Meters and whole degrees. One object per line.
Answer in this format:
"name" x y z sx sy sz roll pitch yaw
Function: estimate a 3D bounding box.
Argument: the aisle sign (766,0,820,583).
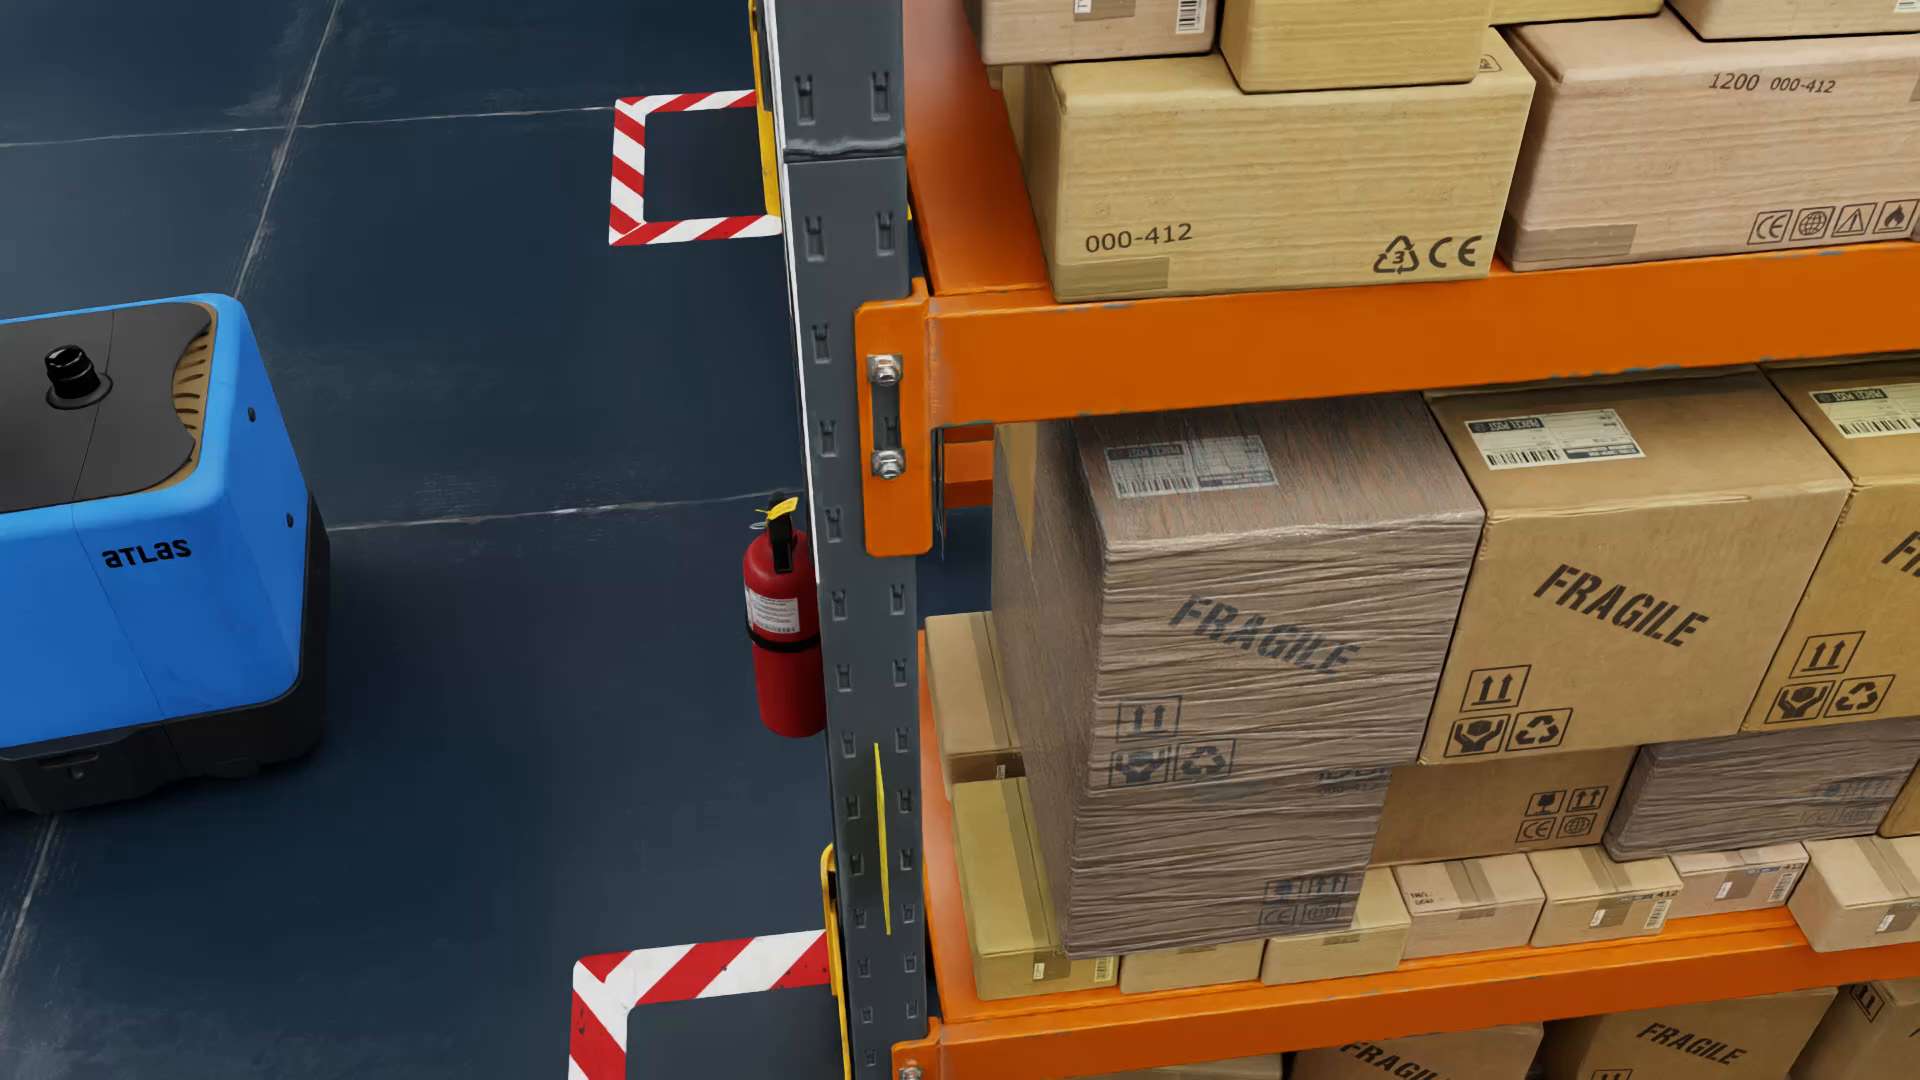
"aisle sign" -0.204 -0.368 1.978 0.004 0.787 0.394 -5 42 -6

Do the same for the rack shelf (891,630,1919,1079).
"rack shelf" 1.801 0.486 3.509 4.000 0.370 1.077 -5 42 -6

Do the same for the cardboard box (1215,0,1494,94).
"cardboard box" 0.391 -0.643 1.798 0.250 0.149 0.380 -4 42 -5

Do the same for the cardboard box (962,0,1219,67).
"cardboard box" 0.121 -0.684 1.844 0.250 0.149 0.380 -5 42 -6

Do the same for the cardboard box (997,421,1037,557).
"cardboard box" 0.331 -0.338 2.842 0.500 0.500 0.500 -5 42 -6

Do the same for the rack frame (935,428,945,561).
"rack frame" -0.068 -0.384 5.392 0.008 1.050 0.200 -5 42 -6

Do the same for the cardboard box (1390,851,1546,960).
"cardboard box" 0.877 0.563 3.074 0.250 0.149 0.380 -5 42 -6

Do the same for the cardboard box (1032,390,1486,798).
"cardboard box" 0.399 0.007 2.460 0.500 0.500 0.500 -5 42 -6

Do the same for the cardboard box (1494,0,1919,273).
"cardboard box" 0.840 -0.585 2.031 0.500 0.250 0.500 -6 42 -6

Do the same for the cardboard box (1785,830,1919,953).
"cardboard box" 1.632 0.553 3.085 0.250 0.149 0.380 -5 42 -6

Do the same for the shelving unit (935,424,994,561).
"shelving unit" 0.053 -0.394 5.404 0.252 1.050 0.215 -5 42 -6

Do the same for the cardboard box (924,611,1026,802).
"cardboard box" 0.074 0.324 3.339 0.250 0.149 0.380 -5 42 -6

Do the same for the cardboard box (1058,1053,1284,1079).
"cardboard box" 0.439 1.121 3.820 0.500 0.500 0.500 2 42 2

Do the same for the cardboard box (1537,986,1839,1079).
"cardboard box" 1.651 1.005 3.949 0.500 0.500 0.500 -1 42 -2

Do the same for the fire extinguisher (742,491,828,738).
"fire extinguisher" -0.355 0.125 3.430 0.183 0.674 0.296 -5 42 -6

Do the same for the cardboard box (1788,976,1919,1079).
"cardboard box" 2.210 0.986 3.970 0.500 0.500 0.500 -9 43 -9

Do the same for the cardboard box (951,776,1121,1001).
"cardboard box" 0.132 0.619 3.012 0.250 0.149 0.380 -5 42 -6

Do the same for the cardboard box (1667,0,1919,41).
"cardboard box" 0.905 -0.723 1.886 0.250 0.149 0.380 -3 42 -4

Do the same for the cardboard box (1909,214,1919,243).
"cardboard box" 1.332 -0.625 2.076 0.500 0.250 0.500 -5 42 -6

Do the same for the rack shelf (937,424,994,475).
"rack shelf" 0.053 -0.387 5.411 0.240 0.259 0.215 -5 42 -6

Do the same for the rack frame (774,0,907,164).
"rack frame" -0.182 -1.835 1.066 0.127 3.000 1.000 -5 42 -6

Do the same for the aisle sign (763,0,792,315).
"aisle sign" -0.282 -0.767 2.420 0.004 0.787 0.394 -5 42 -6

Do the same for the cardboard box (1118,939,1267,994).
"cardboard box" 0.382 0.610 3.022 0.250 0.149 0.380 -5 42 -6

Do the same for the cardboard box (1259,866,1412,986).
"cardboard box" 0.632 0.598 3.035 0.250 0.149 0.380 -5 42 -6

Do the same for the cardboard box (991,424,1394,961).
"cardboard box" 0.367 0.215 2.975 0.500 0.500 0.875 -5 42 -6

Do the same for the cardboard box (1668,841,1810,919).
"cardboard box" 1.370 0.506 3.137 0.250 0.149 0.380 -5 42 -6

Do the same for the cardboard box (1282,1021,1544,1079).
"cardboard box" 1.028 1.047 3.903 0.500 0.500 0.500 5 42 6

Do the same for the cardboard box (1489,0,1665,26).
"cardboard box" 0.625 -0.746 1.913 0.250 0.149 0.380 -6 42 -6

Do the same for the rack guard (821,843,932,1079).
"rack guard" -0.107 1.314 3.920 0.348 0.500 1.175 -5 42 -6

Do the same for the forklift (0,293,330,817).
"forklift" -3.490 -0.489 4.104 3.031 2.935 1.130 -10 43 -11

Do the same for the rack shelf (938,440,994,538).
"rack shelf" 0.053 -0.180 5.597 0.240 0.259 0.215 -5 42 -6

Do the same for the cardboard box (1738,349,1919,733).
"cardboard box" 1.391 -0.076 2.552 0.500 0.500 0.500 -5 42 -6

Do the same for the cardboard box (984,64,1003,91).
"cardboard box" 0.263 -0.876 2.355 0.500 0.250 0.500 -4 42 -5

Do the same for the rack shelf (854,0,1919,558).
"rack shelf" 1.801 -0.628 2.504 4.000 0.370 1.077 -5 42 -6

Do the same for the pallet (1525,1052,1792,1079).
"pallet" 1.911 1.270 4.184 1.213 0.211 1.003 -5 42 -6

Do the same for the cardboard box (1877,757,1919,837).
"cardboard box" 1.846 0.042 3.168 0.500 0.500 0.875 -5 42 -6

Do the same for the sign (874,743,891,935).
"sign" -0.111 0.431 2.386 0.005 0.325 0.100 -5 42 -6

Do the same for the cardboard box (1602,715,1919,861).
"cardboard box" 1.349 0.077 3.128 0.500 0.500 0.875 -5 42 -6

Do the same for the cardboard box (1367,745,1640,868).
"cardboard box" 0.847 0.092 3.112 0.500 0.500 0.875 -5 42 -6

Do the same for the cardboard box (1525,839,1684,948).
"cardboard box" 1.126 0.546 3.093 0.250 0.149 0.380 -5 42 -6

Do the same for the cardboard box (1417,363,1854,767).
"cardboard box" 0.896 -0.032 2.503 0.500 0.500 0.500 -5 42 -6

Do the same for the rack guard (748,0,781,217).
"rack guard" -0.755 -2.007 7.602 0.348 0.500 1.175 -5 42 -6

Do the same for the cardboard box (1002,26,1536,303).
"cardboard box" 0.329 -0.536 1.977 0.500 0.250 0.500 -4 42 -4

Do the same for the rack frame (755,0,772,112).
"rack frame" -0.824 -2.897 6.722 0.127 3.000 1.000 -5 42 -6

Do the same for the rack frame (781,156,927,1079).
"rack frame" -0.182 0.392 3.076 0.127 3.000 1.000 -5 42 -6
